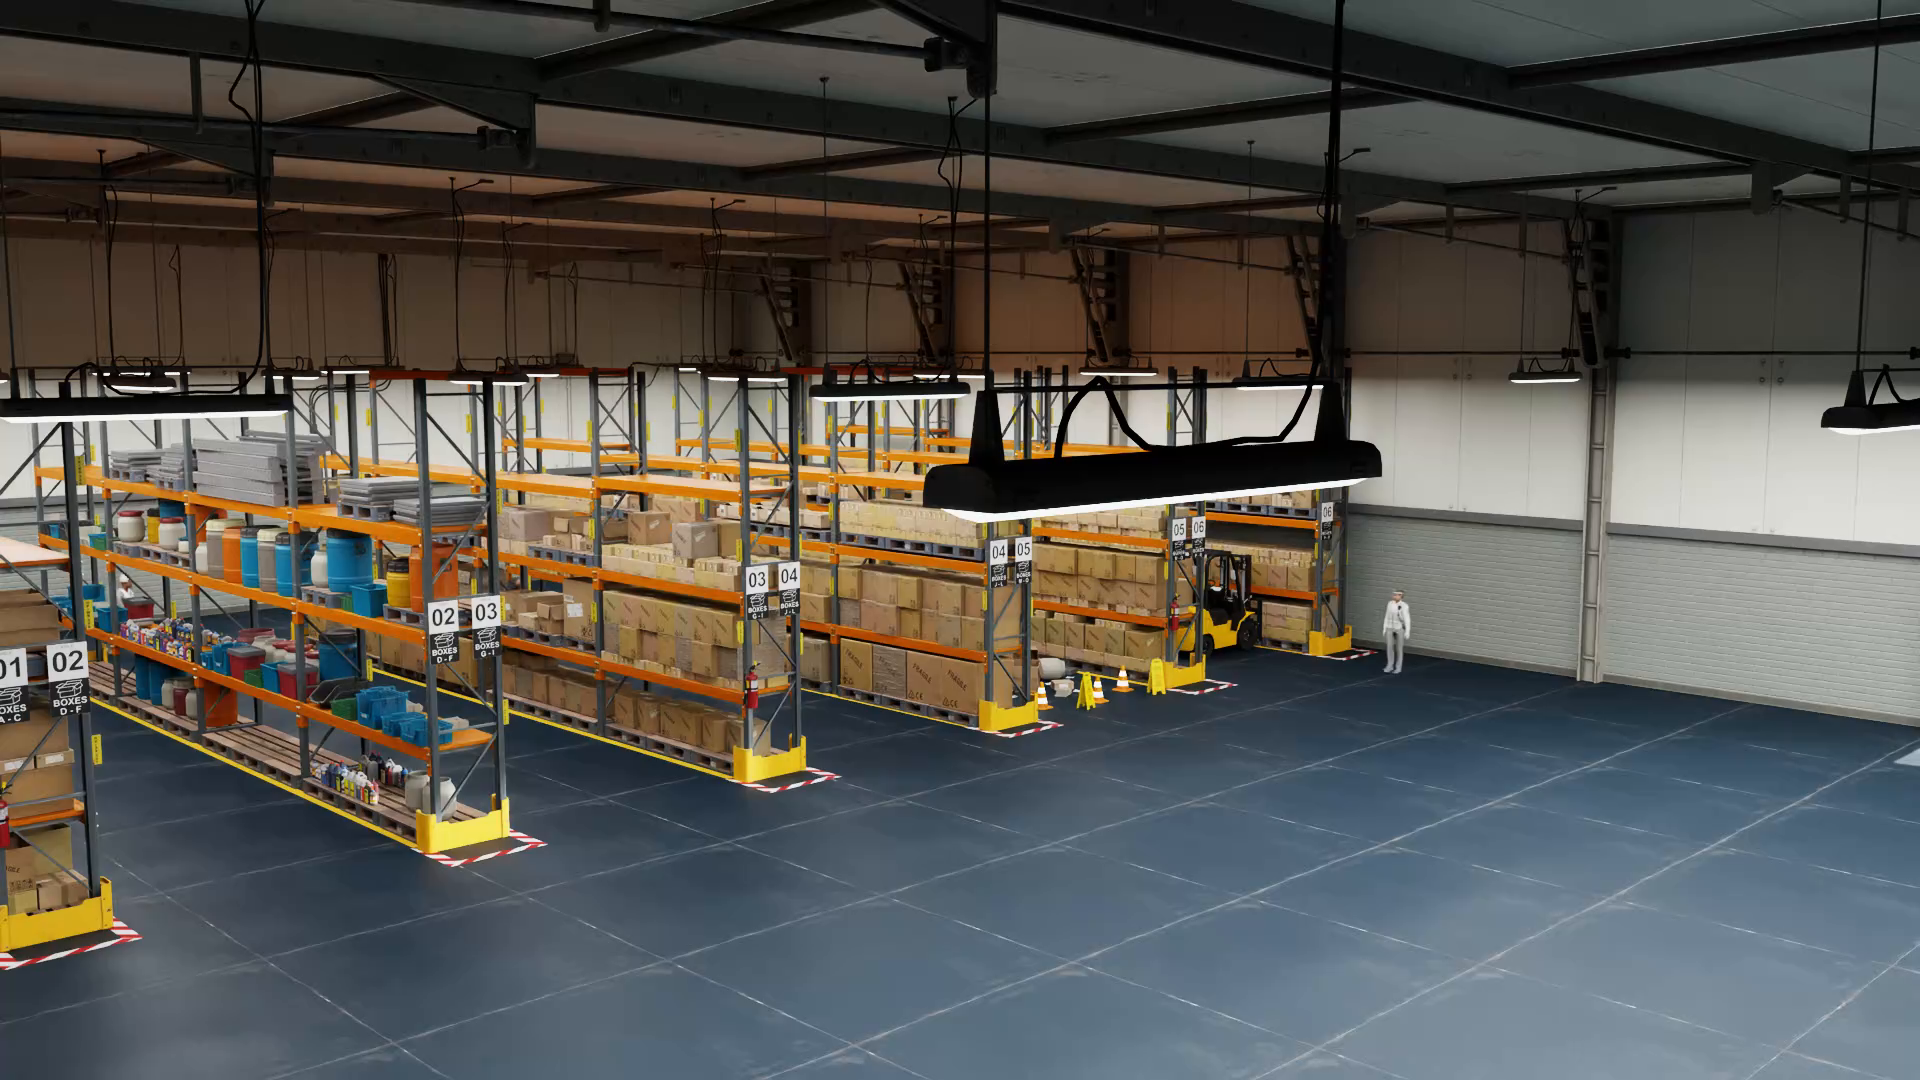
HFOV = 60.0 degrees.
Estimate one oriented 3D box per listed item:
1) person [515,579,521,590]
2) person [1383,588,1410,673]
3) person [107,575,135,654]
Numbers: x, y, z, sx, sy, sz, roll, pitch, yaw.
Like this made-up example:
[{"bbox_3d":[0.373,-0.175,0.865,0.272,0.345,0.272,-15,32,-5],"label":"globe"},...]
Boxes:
[{"bbox_3d":[-8.780,1.693,33.542,0.475,1.829,0.655,-1,6,-7],"label":"person"},{"bbox_3d":[8.620,1.781,32.872,0.552,1.687,0.342,5,8,39],"label":"person"},{"bbox_3d":[-17.281,1.593,34.408,1.012,1.747,0.497,4,8,33],"label":"person"}]
